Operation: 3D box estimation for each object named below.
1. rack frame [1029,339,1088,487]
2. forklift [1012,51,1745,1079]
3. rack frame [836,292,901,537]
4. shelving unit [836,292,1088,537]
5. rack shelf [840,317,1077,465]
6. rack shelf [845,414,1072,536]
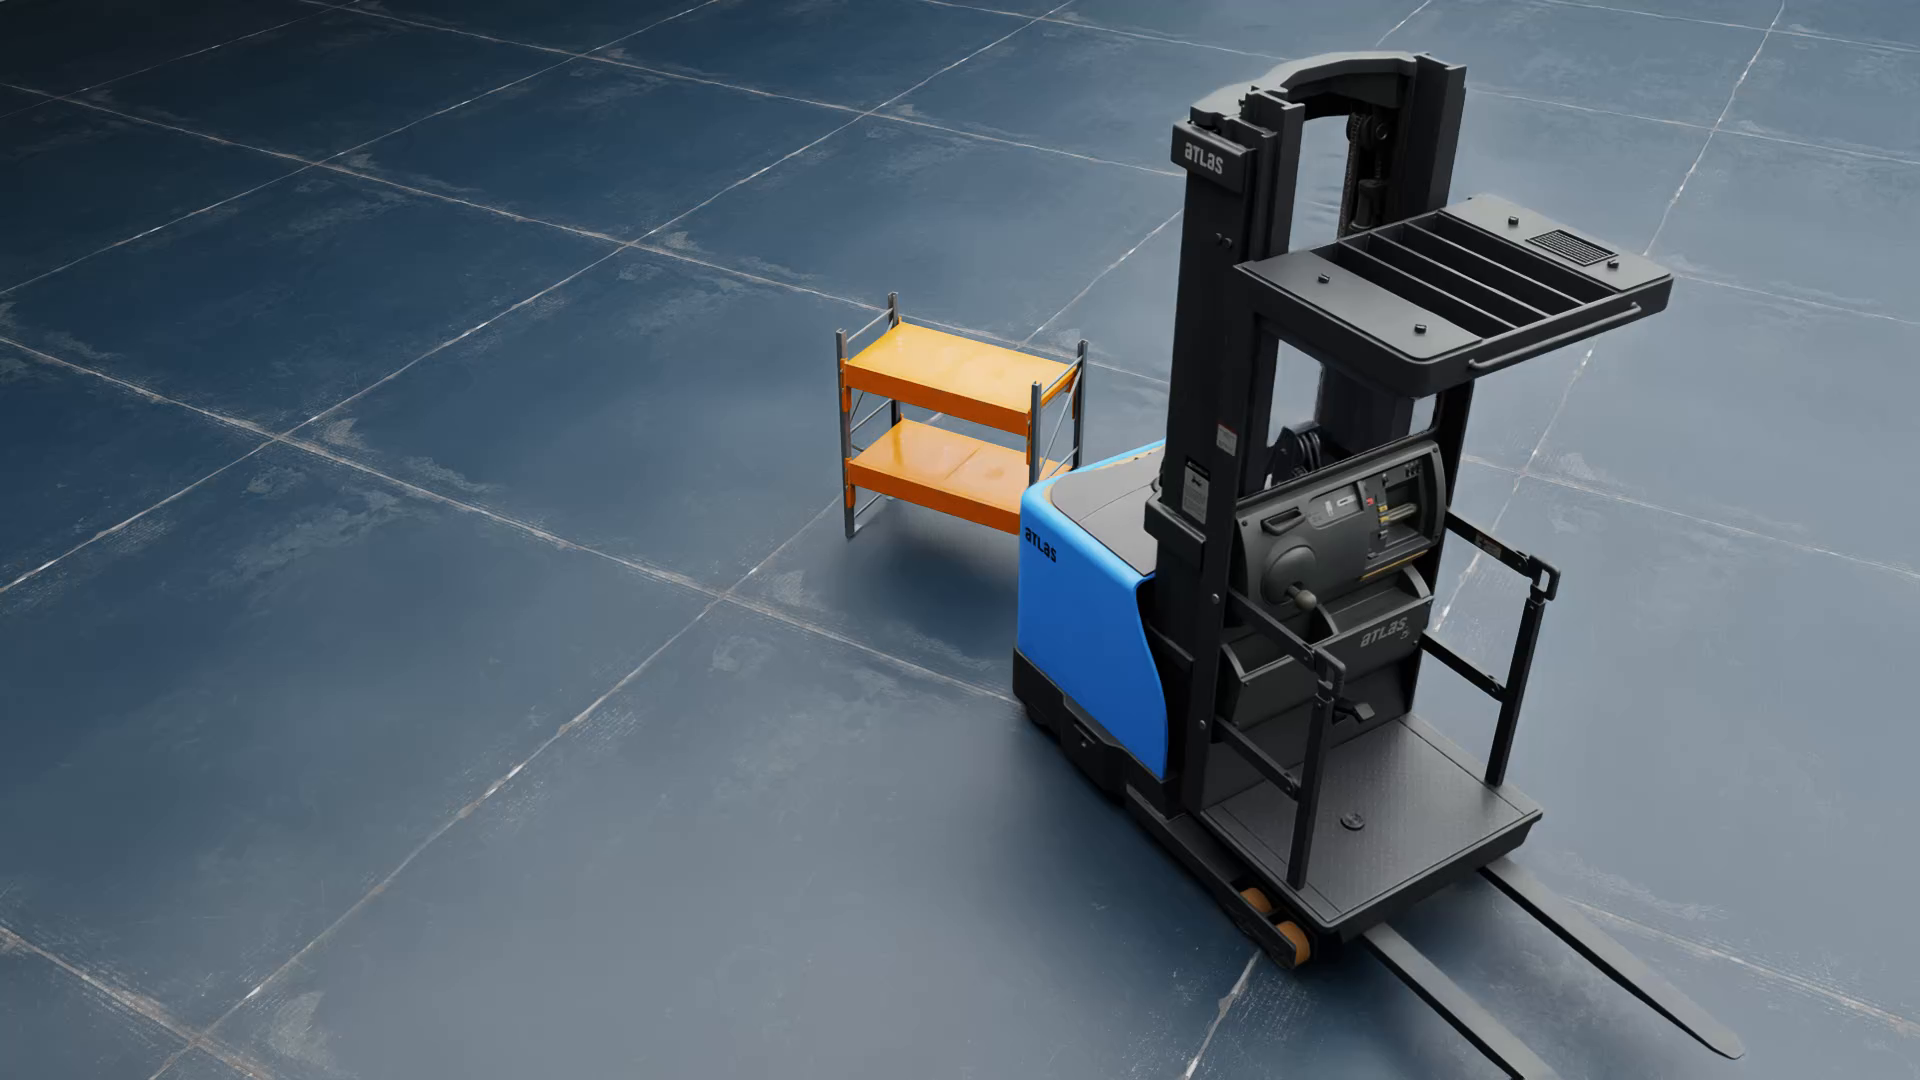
[{"bbox_3d":[0.447,-0.327,7.725,0.032,1.125,0.500,18,37,24],"label":"rack frame"},{"bbox_3d":[1.442,0.011,5.590,1.130,2.935,3.031,-20,38,-27],"label":"forklift"},{"bbox_3d":[-0.435,-0.606,8.145,0.032,1.125,0.500,18,37,24],"label":"rack frame"},{"bbox_3d":[0.006,-0.466,7.935,1.048,1.125,0.538,18,37,24],"label":"shelving unit"},{"bbox_3d":[0.006,-0.710,7.773,1.000,0.278,0.538,18,37,24],"label":"rack shelf"},{"bbox_3d":[0.006,-0.263,8.071,1.000,0.278,0.538,18,37,24],"label":"rack shelf"}]
